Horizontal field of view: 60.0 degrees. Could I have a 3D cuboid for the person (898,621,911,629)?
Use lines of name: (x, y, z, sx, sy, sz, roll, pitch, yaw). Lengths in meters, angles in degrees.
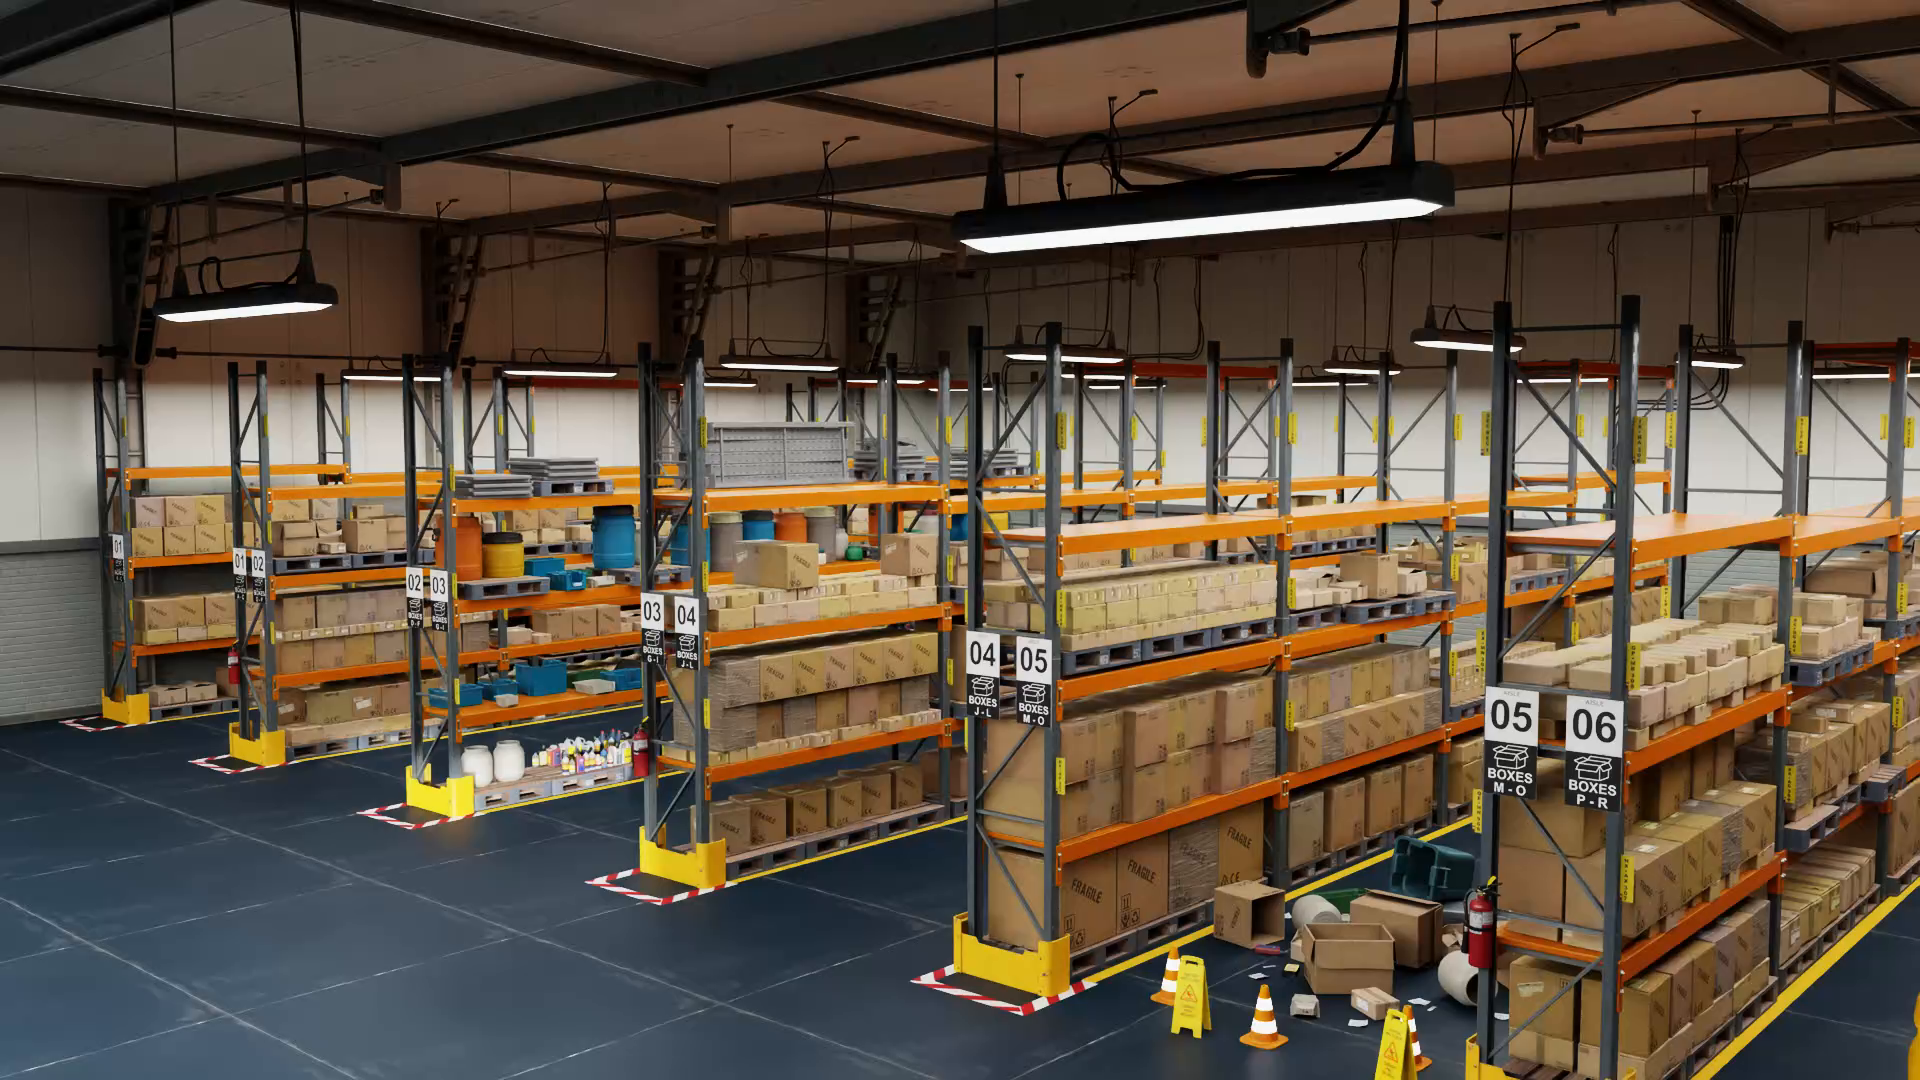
person: (-1.061, 1.919, 32.695, 0.682, 1.674, 1.066, 3, 5, 37)
